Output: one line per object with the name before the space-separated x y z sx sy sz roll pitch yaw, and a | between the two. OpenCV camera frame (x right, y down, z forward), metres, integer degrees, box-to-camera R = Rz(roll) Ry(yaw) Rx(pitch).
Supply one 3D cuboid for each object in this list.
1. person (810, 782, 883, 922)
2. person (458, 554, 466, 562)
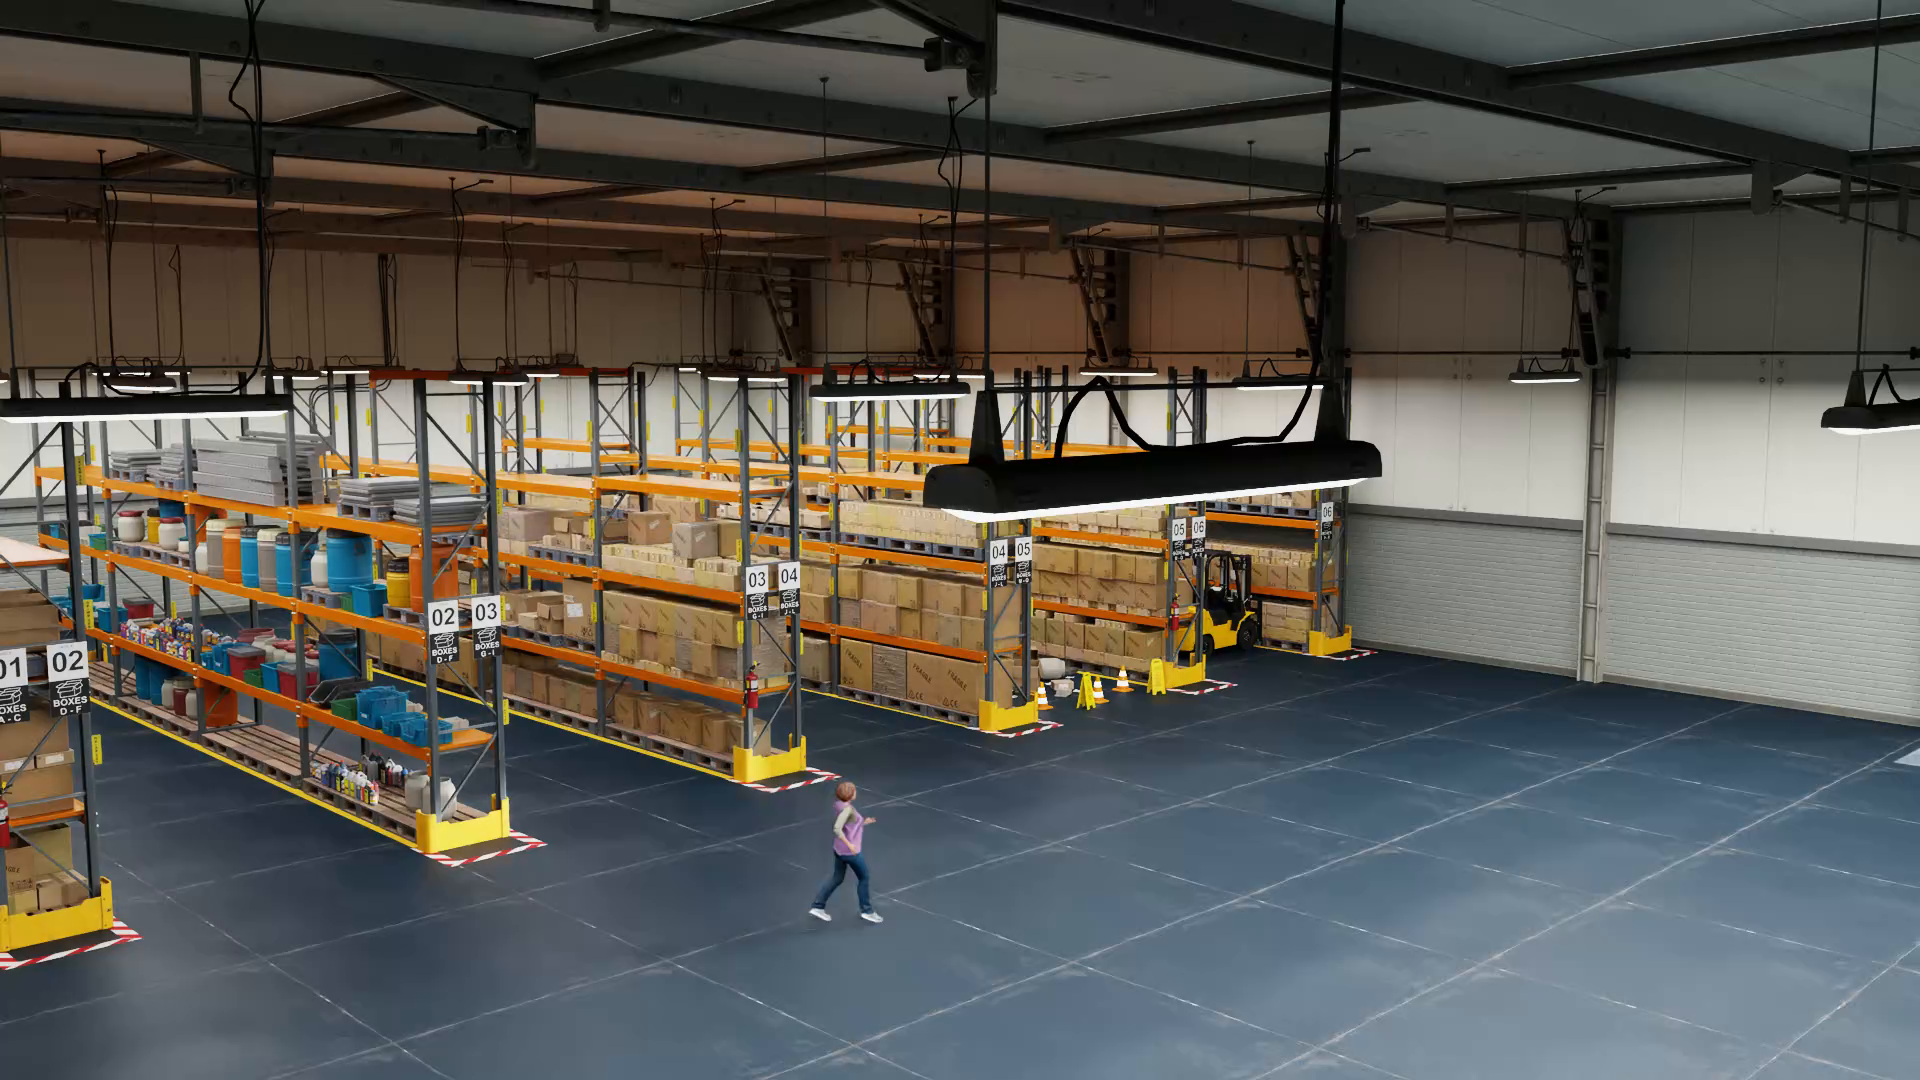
person | -1.254 3.455 18.321 0.822 1.618 0.522 -3 7 -27
person | -11.878 1.069 39.367 0.635 1.628 0.875 2 7 20
